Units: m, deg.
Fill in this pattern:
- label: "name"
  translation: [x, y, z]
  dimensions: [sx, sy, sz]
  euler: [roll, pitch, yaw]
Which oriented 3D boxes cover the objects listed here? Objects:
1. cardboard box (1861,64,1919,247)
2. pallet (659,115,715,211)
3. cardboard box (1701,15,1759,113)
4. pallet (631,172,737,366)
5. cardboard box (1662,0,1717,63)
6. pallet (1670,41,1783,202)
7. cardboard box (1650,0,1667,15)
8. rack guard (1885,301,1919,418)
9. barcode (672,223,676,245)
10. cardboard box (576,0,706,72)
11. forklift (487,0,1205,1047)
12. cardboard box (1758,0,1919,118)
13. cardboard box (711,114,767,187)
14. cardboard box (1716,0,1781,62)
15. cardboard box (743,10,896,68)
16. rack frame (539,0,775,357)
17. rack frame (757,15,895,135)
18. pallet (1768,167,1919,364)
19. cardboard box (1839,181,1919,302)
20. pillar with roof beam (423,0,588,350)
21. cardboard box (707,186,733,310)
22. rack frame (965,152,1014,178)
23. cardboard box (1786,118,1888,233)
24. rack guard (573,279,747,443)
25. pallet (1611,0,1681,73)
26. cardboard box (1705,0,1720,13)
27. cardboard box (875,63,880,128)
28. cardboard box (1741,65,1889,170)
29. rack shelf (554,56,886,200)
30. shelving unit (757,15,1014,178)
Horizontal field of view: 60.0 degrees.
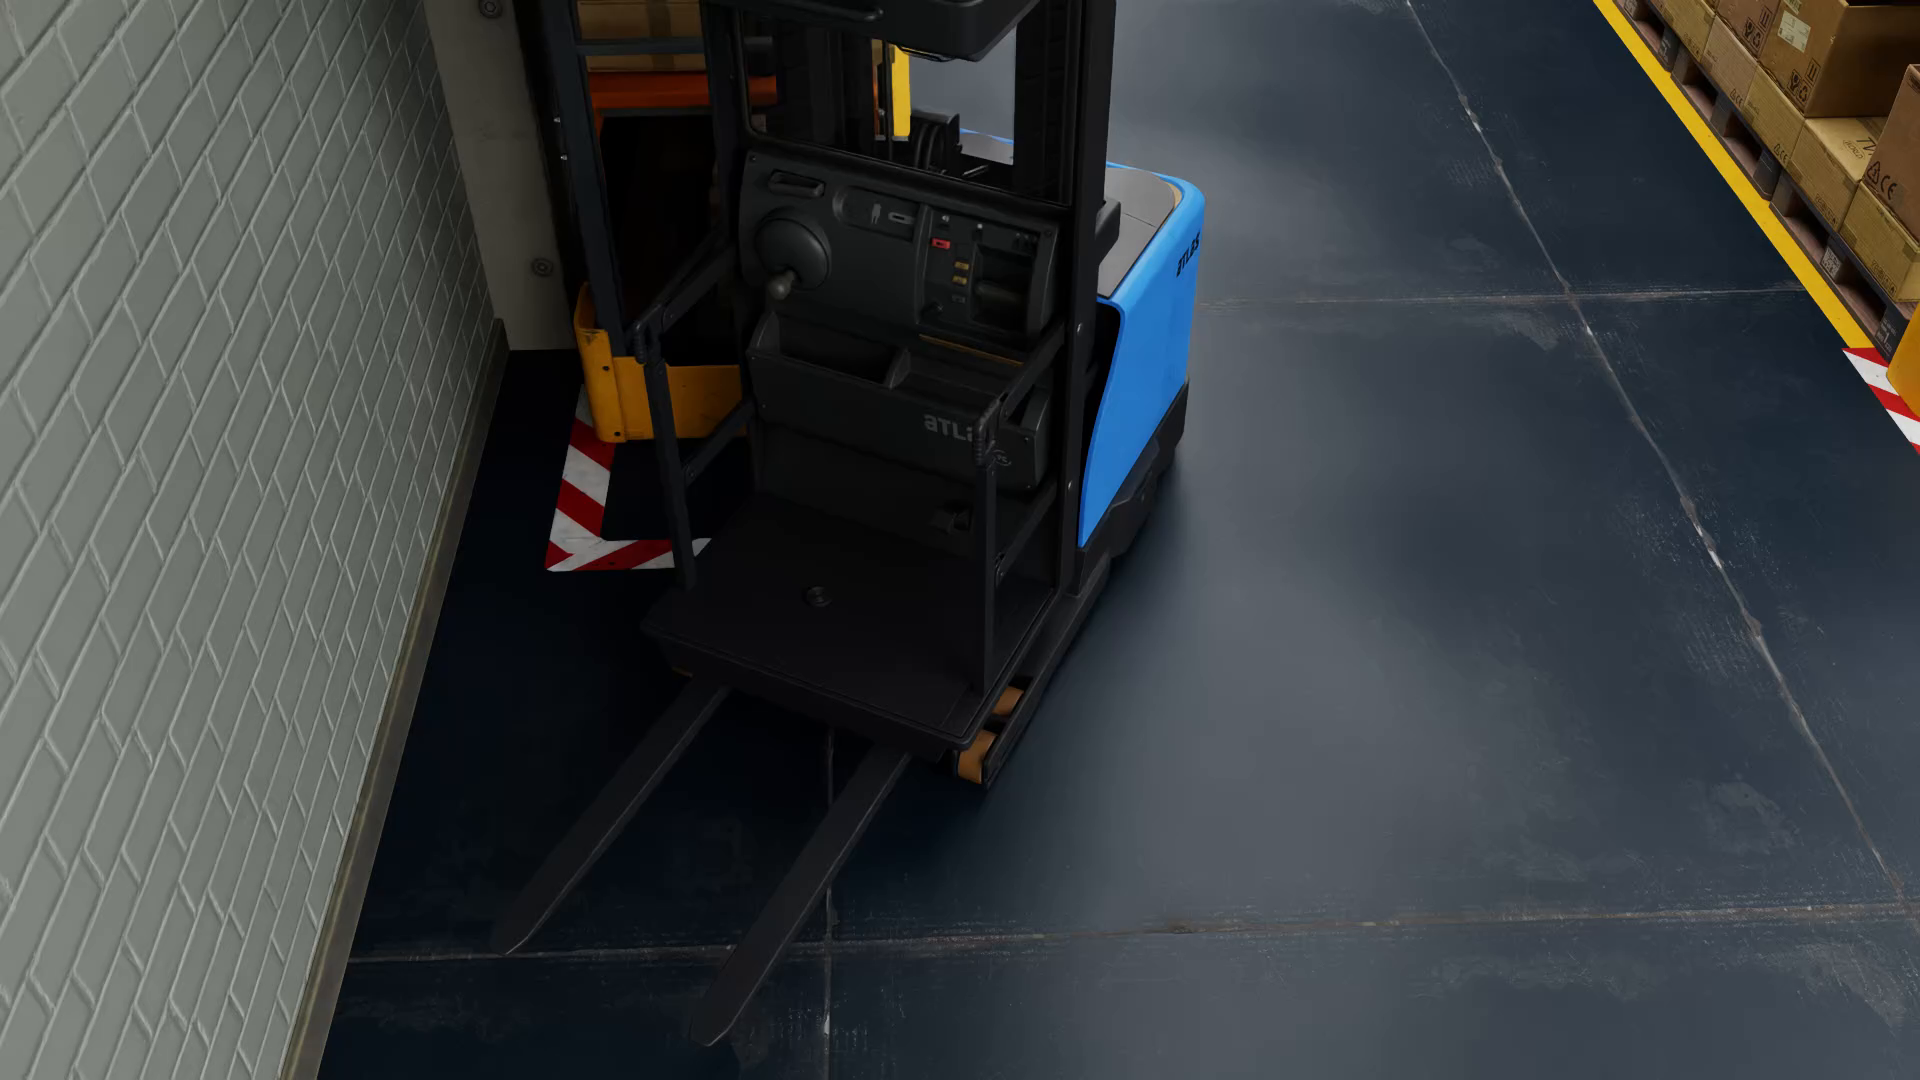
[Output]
- label: "cardboard box"
  translation: [3.853, -1.462, 6.294]
  dimensions: [0.500, 0.500, 0.500]
  euler: [-2, 43, -2]
- label: "pallet"
  translation: [-0.828, -1.940, 7.710]
  dimensions: [1.003, 0.211, 1.213]
  euler: [-2, 43, -2]
- label: "cardboard box"
  translation: [3.779, -2.197, 7.652]
  dimensions: [0.500, 0.250, 0.500]
  euler: [-2, 43, -2]
- label: "pallet"
  translation: [-0.779, -1.119, 6.814]
  dimensions: [1.003, 0.211, 1.213]
  euler: [-2, 43, -2]
- label: "cardboard box"
  translation: [3.752, -2.535, 8.020]
  dimensions: [0.500, 0.250, 0.500]
  euler: [-2, 43, -2]
- label: "pallet"
  translation: [4.050, -1.999, 7.775]
  dimensions: [1.003, 0.211, 1.213]
  euler: [-2, 43, -2]
- label: "cardboard box"
  translation: [3.736, -2.873, 8.388]
  dimensions: [0.500, 0.250, 0.500]
  euler: [-2, 43, -2]
- label: "rack guard"
  translation: [4.174, -0.753, 6.201]
  dimensions: [1.175, 0.500, 0.348]
  euler: [-2, 43, -2]
- label: "barcode"
  translation: [-1.116, -1.191, 6.486]
  dimensions: [0.001, 0.075, 0.075]
  euler: [-2, 43, -2]
- label: "cardboard box"
  translation: [-0.990, -1.808, 5.599]
  dimensions: [0.500, 0.250, 0.500]
  euler: [-1, 43, -1]
- label: "forklift"
  translation: [-0.270, -0.696, 4.340]
  dimensions: [1.130, 2.935, 3.031]
  euler: [18, 45, 18]
- label: "cardboard box"
  translation: [3.796, -2.136, 7.030]
  dimensions: [0.500, 0.500, 0.500]
  euler: [-2, 43, -2]
- label: "cardboard box"
  translation: [-0.740, -1.571, 6.909]
  dimensions: [0.500, 0.311, 0.500]
  euler: [2, 43, 2]
- label: "cardboard box"
  translation: [3.776, -2.474, 7.398]
  dimensions: [0.500, 0.500, 0.500]
  euler: [-2, 43, -2]
- label: "cardboard box"
  translation: [-0.480, -1.836, 5.630]
  dimensions: [0.500, 0.250, 0.500]
  euler: [-3, 43, -3]
- label: "rack frame"
  translation: [-0.776, -1.546, 5.216]
  dimensions: [1.000, 3.000, 0.127]
  euler: [-2, 43, -2]
- label: "rack frame"
  translation: [-0.445, -1.243, 5.995]
  dimensions: [0.500, 1.500, 0.032]
  euler: [-27, 50, -25]
- label: "pallet"
  translation: [4.098, -1.178, 6.878]
  dimensions: [1.003, 0.211, 1.213]
  euler: [-2, 43, -2]
- label: "cardboard box"
  translation: [3.855, -1.185, 6.547]
  dimensions: [0.500, 0.250, 0.500]
  euler: [-2, 43, -2]
- label: "pillar with roof beam"
  translation: [2.631, -4.329, 3.813]
  dimensions: [9.100, 9.000, 0.400]
  euler: [-2, 43, -2]
- label: "cardboard box"
  translation: [-0.716, -1.186, 6.489]
  dimensions: [0.500, 0.311, 0.500]
  euler: [-6, 43, -7]
- label: "rack frame"
  translation: [0.155, -0.675, 5.401]
  dimensions: [0.500, 1.500, 0.032]
  euler: [-27, 50, -25]
- label: "cardboard box"
  translation: [3.822, -1.522, 6.915]
  dimensions: [0.500, 0.250, 0.500]
  euler: [-2, 43, -2]
- label: "rack guard"
  translation: [-0.780, -0.676, 6.117]
  dimensions: [1.175, 0.500, 0.348]
  euler: [-2, 43, -2]
- label: "pallet"
  translation: [3.995, -2.825, 8.675]
  dimensions: [1.003, 0.211, 1.213]
  euler: [-2, 43, -2]
- label: "cardboard box"
  translation: [3.752, -2.811, 7.766]
  dimensions: [0.500, 0.500, 0.500]
  euler: [-2, 43, -2]
- label: "cardboard box"
  translation: [-0.721, -2.138, 7.387]
  dimensions: [0.700, 0.500, 0.500]
  euler: [-4, 43, -4]
- label: "cardboard box"
  translation: [3.798, -1.860, 7.283]
  dimensions: [0.500, 0.250, 0.500]
  euler: [-2, 43, -2]
- label: "rack shelf"
  translation: [-0.861, -2.631, 6.933]
  dimensions: [1.077, 0.370, 4.000]
  euler: [-2, 43, -2]
- label: "shelving unit"
  translation: [-0.145, -0.959, 5.698]
  dimensions: [0.538, 1.500, 1.048]
  euler: [-27, 50, -25]
